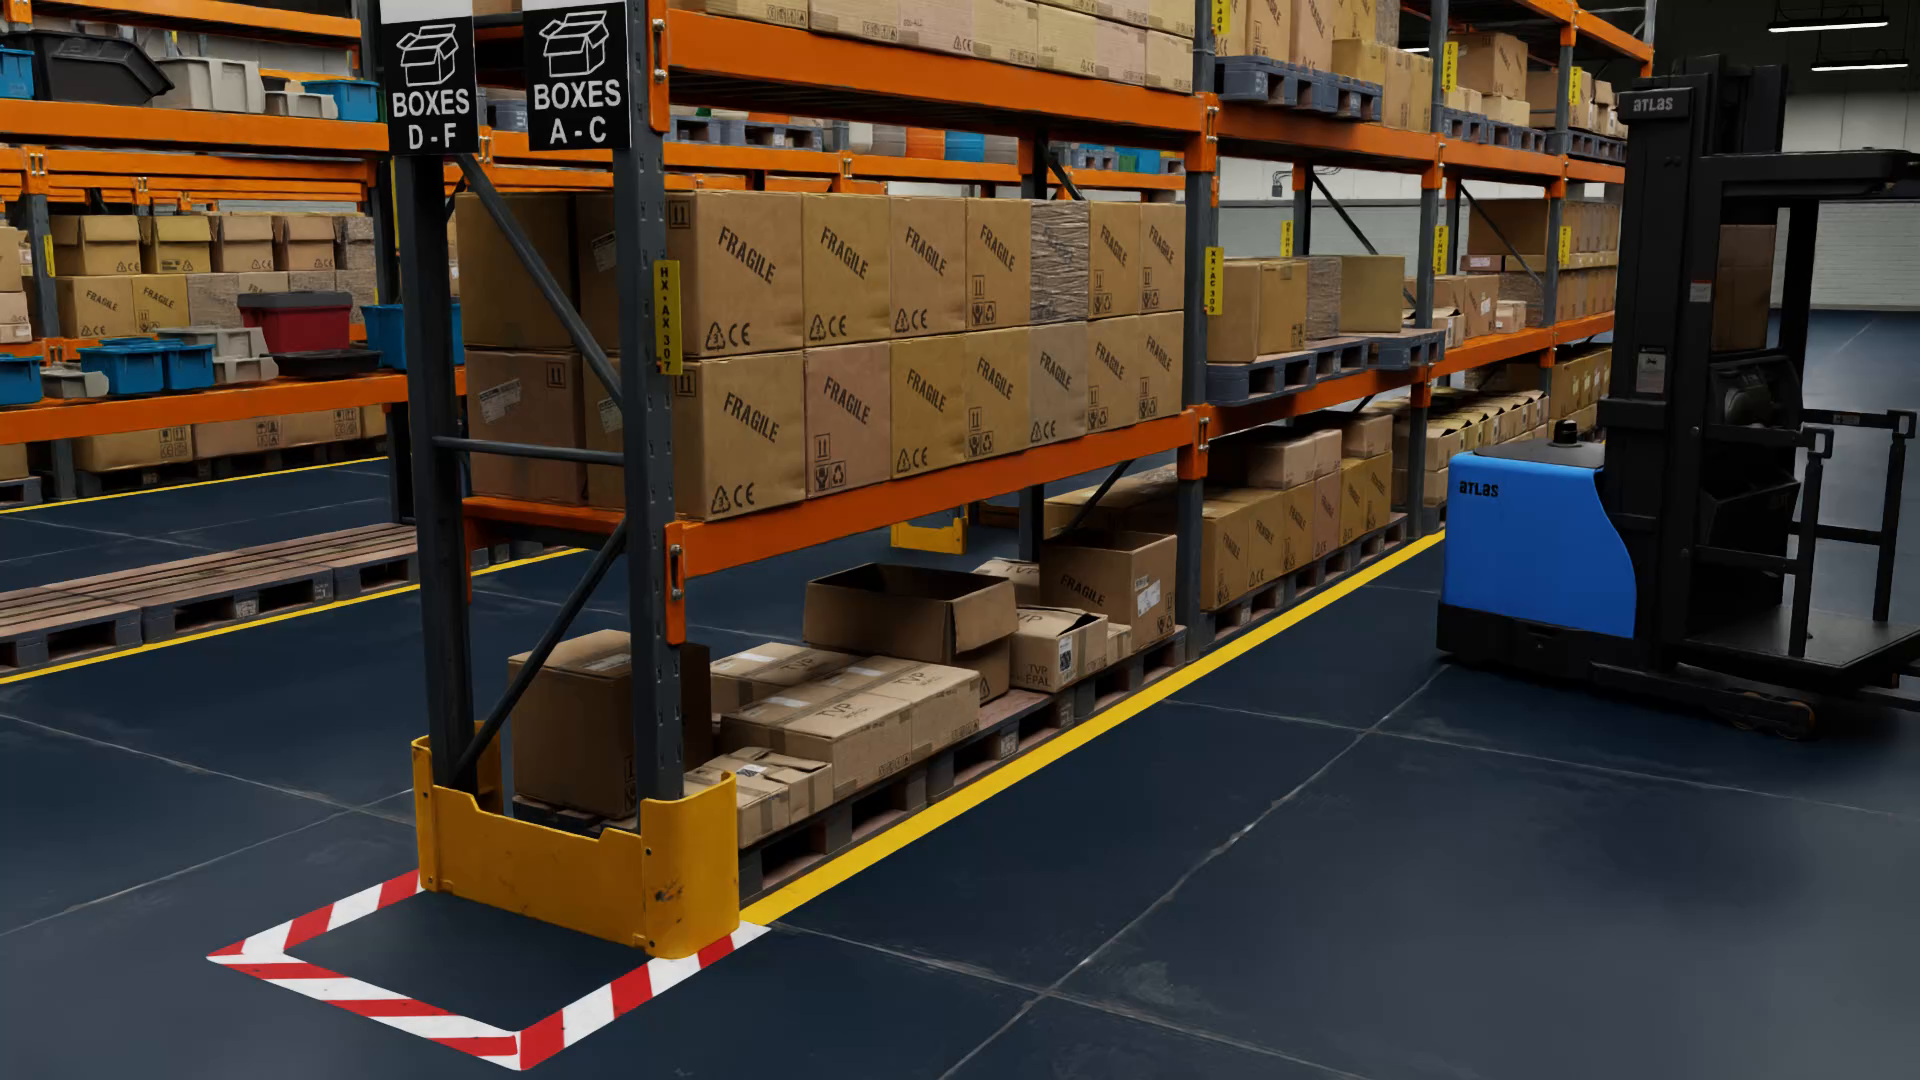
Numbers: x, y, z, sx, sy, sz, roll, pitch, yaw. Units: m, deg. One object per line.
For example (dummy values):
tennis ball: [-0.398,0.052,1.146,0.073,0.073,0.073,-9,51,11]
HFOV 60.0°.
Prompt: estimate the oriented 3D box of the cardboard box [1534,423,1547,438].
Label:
cardboard box: [4.957,-0.914,14.932,0.500,0.250,0.500,6,12,30]

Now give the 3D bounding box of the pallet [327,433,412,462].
pallet: [-6.091,-0.983,16.545,1.003,0.211,1.213,6,12,31]

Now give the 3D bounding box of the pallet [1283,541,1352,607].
pallet: [1.794,0.152,10.482,1.003,0.211,1.213,6,12,31]

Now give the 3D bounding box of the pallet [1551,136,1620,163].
pallet: [5.979,-3.911,16.697,1.003,0.211,1.213,6,12,31]

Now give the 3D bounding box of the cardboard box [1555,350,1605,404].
cardboard box: [6.210,-1.655,16.851,0.500,0.500,0.500,6,12,31]

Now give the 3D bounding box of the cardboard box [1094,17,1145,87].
cardboard box: [0.477,-2.115,7.272,0.500,0.250,0.500,6,12,31]

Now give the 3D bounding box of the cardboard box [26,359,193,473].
cardboard box: [-7.378,-1.106,14.257,1.225,0.875,0.875,6,12,31]

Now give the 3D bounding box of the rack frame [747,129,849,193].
rack frame: [-1.384,-1.997,14.385,1.000,3.000,0.127,6,12,31]

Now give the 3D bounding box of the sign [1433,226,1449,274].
sign: [3.316,-2.003,11.486,0.100,0.325,0.005,6,12,31]

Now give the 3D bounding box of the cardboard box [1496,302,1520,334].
cardboard box: [4.625,-1.930,14.394,0.396,0.266,0.258,6,12,29]

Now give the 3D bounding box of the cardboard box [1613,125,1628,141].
cardboard box: [6.629,-4.251,17.159,0.500,0.250,0.500,6,12,31]

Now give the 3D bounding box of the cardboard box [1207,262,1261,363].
cardboard box: [1.208,-1.203,8.730,0.700,0.500,0.500,2,11,12]

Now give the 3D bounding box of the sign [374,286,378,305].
sign: [-3.930,-1.557,11.281,0.100,0.325,0.005,6,12,31]

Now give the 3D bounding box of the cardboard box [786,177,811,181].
cardboard box: [-2.283,-4.791,21.564,0.500,0.250,0.500,6,12,30]

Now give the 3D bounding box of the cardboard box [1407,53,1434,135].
cardboard box: [2.650,-2.975,11.185,0.910,0.500,0.500,6,12,31]

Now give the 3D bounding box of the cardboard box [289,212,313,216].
cardboard box: [-10.836,-5.027,26.770,0.700,0.500,0.500,6,12,30]

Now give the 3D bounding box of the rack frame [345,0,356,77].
rack frame: [-9.933,-7.624,28.138,1.000,3.000,0.127,6,12,31]

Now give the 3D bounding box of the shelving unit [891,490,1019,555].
shelving unit: [0.040,-0.749,11.795,0.587,1.500,1.083,6,12,31]

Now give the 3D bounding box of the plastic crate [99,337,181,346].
plastic crate: [-4.690,-1.034,9.530,0.416,0.233,0.300,6,12,31]

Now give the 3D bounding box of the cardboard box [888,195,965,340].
cardboard box: [-0.321,-1.011,6.131,0.500,0.500,0.500,7,12,31]

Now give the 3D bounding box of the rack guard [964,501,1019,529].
rack guard: [0.298,-0.213,12.328,0.587,0.250,0.087,6,12,31]

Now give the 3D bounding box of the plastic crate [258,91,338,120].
plastic crate: [-3.796,-2.476,9.510,0.293,0.136,0.466,6,12,31]

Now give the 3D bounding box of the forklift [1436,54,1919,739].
forklift: [3.811,-0.679,7.529,1.130,2.935,3.031,-10,14,-42]

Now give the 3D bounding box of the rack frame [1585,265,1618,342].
rack frame: [7.001,-2.781,18.574,1.000,3.000,0.127,6,12,31]

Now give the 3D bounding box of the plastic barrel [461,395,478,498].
plastic barrel: [-3.163,-0.627,11.627,0.600,0.901,0.708,6,12,31]

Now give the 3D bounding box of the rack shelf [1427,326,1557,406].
rack shelf: [3.886,-1.484,13.600,1.077,0.370,4.000,6,12,31]

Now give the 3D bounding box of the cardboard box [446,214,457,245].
cardboard box: [-7.506,-4.248,23.068,0.875,0.550,0.550,6,12,31]

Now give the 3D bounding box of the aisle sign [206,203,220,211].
aisle sign: [-13.892,-6.409,30.886,0.394,0.787,0.004,6,12,31]

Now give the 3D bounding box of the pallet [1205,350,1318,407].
pallet: [1.279,-0.915,9.127,1.003,0.211,1.213,6,12,31]

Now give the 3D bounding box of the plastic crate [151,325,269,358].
plastic crate: [-4.411,-1.117,9.841,0.437,0.282,0.530,6,12,31]

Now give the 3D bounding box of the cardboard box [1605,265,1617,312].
cardboard box: [6.748,-2.758,18.180,0.700,0.500,0.500,6,12,31]

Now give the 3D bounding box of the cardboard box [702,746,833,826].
cardboard box: [-0.665,0.839,5.740,0.380,0.166,0.250,6,12,31]

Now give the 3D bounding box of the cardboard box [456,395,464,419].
cardboard box: [-5.286,-1.565,17.675,0.700,0.500,0.500,6,12,28]

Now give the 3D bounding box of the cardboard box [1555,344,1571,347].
cardboard box: [6.275,-1.863,17.962,0.500,0.500,0.500,6,12,31]

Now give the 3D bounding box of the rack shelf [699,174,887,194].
rack shelf: [-2.502,-4.535,21.743,1.077,0.370,4.000,6,12,31]

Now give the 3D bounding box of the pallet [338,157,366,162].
pallet: [-5.906,-3.746,16.086,1.213,0.211,1.003,7,13,33]

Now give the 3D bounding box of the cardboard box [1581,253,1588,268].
cardboard box: [6.031,-2.788,16.575,0.380,0.149,0.250,6,12,30]

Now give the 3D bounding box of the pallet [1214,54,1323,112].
pallet: [1.170,-2.372,8.747,1.213,0.211,1.003,6,12,31]

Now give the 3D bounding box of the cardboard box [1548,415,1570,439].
cardboard box: [5.424,-1.051,15.663,0.500,0.250,0.500,6,12,31]

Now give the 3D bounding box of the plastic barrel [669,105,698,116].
plastic barrel: [-2.175,-3.451,12.491,0.433,0.535,0.433,0,11,0]

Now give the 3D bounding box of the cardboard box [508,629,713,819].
cardboard box: [-1.234,0.638,5.905,0.500,0.500,0.500,6,12,31]

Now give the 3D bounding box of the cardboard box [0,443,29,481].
cardboard box: [-8.105,-0.907,13.195,0.875,0.875,0.875,6,12,31]

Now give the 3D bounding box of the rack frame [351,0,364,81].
rack frame: [-5.617,-5.419,16.360,1.000,3.000,0.127,6,12,31]

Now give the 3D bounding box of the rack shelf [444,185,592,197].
rack shelf: [-6.688,-5.024,24.359,1.077,0.370,4.000,6,12,31]

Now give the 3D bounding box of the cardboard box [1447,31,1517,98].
cardboard box: [4.295,-3.943,13.856,0.500,0.500,0.500,8,13,36]

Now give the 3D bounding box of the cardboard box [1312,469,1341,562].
cardboard box: [2.027,-0.177,10.259,0.500,0.500,0.500,6,12,29]

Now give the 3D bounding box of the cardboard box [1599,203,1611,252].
cardboard box: [6.452,-3.305,17.571,0.700,0.500,0.500,6,12,29]

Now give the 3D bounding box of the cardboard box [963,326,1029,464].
cardboard box: [-0.063,-0.598,6.638,0.500,0.500,0.500,7,12,31]

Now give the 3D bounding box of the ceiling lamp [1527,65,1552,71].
ceiling lamp: [14.669,-13.220,42.164,2.000,3.185,0.800,6,12,31]

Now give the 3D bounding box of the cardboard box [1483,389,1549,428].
cardboard box: [4.959,-1.192,14.890,0.500,0.311,0.500,6,12,31]

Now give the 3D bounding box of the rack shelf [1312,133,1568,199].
rack shelf: [3.886,-2.959,13.324,1.077,0.370,4.000,6,12,31]

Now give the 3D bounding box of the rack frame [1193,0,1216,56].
rack frame: [0.771,-3.843,7.942,1.000,3.000,0.127,6,12,31]

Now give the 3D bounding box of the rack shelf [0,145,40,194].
rack shelf: [-8.732,-2.647,11.662,1.077,0.370,4.000,6,12,31]

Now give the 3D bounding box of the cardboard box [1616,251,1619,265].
cardboard box: [6.966,-3.071,18.087,0.380,0.149,0.250,6,12,30]

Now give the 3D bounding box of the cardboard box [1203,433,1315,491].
cardboard box: [1.750,-0.460,9.736,0.500,0.250,0.500,6,12,31]

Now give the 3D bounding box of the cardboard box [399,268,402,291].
cardboard box: [-5.661,-2.418,16.362,0.500,0.500,0.500,7,13,32]

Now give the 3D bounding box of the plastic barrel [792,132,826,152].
plastic barrel: [-1.299,-3.439,14.357,0.294,0.245,0.294,0,11,0]
